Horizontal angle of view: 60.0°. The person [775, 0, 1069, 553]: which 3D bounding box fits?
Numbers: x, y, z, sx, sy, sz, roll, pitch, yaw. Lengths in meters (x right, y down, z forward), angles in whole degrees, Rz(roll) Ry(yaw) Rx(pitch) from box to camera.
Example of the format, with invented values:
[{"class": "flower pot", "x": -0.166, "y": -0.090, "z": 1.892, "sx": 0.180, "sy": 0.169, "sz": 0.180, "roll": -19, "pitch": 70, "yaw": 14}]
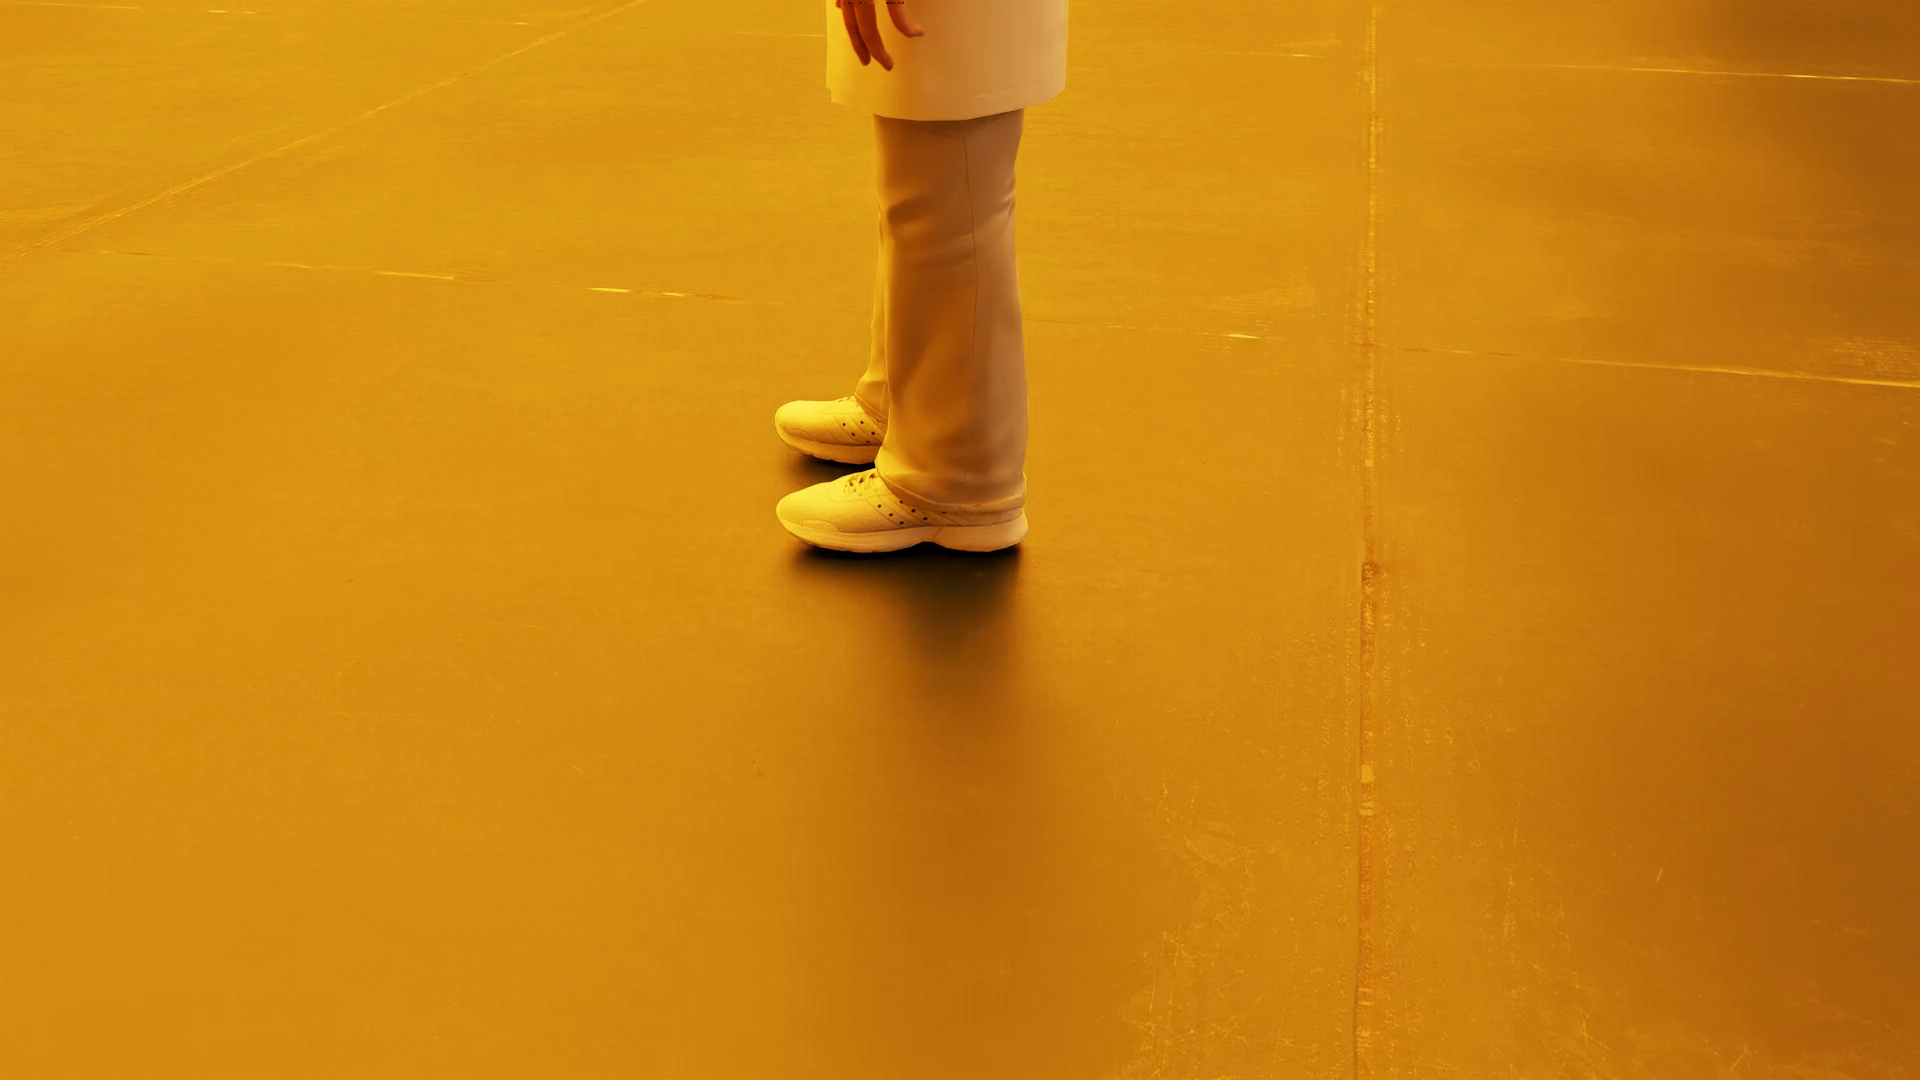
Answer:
[{"class": "person", "x": -0.089, "y": -0.811, "z": 2.118, "sx": 0.578, "sy": 1.778, "sz": 0.696, "roll": 6, "pitch": 27, "yaw": 11}]
